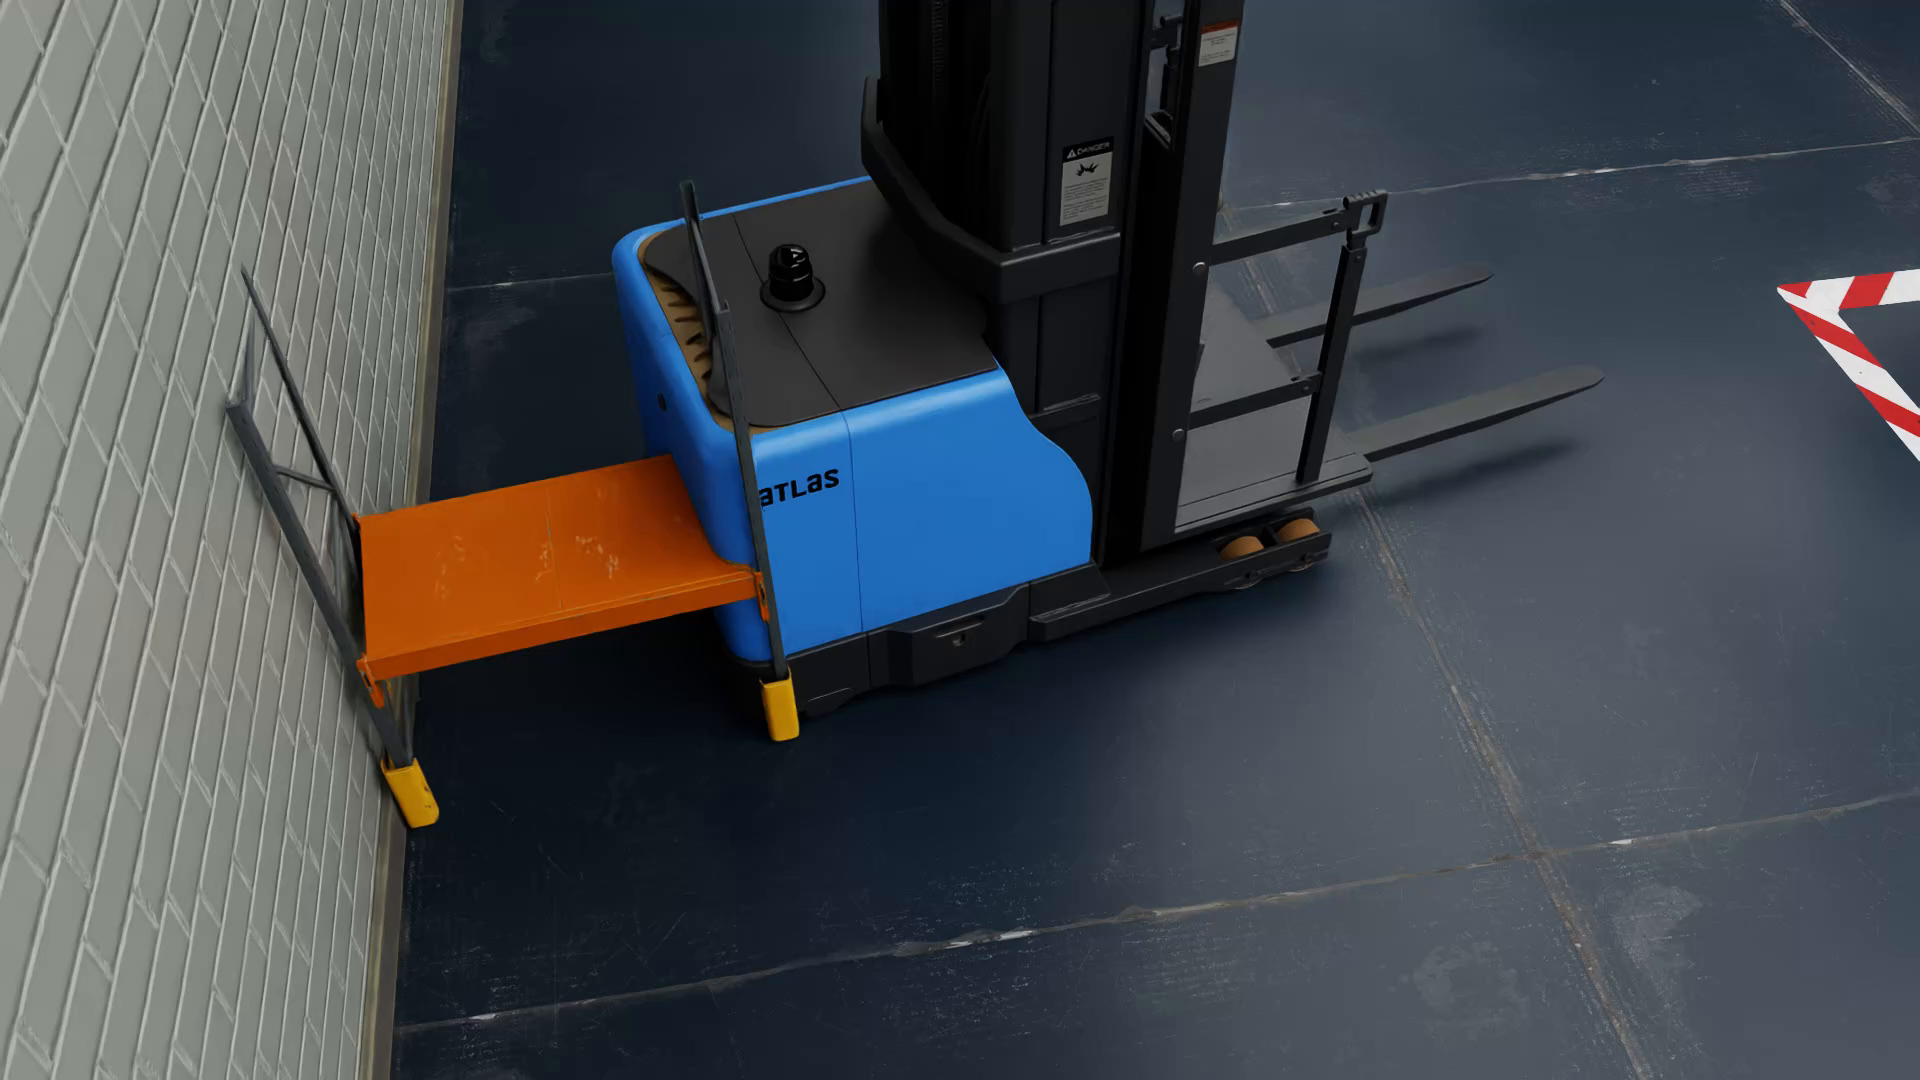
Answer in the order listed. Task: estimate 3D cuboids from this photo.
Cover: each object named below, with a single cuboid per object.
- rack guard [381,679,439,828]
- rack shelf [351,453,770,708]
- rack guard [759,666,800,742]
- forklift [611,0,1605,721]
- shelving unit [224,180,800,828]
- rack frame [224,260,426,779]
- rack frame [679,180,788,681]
[{"bbox_3d":[-1.525,0.478,4.576,0.087,0.250,0.587,-12,48,-10],"label":"rack guard"},{"bbox_3d":[-1.046,0.070,4.332,1.000,0.185,0.538,-12,48,-10],"label":"rack shelf"},{"bbox_3d":[-0.566,0.266,4.742,0.087,0.250,0.587,-12,48,-10],"label":"rack guard"},{"bbox_3d":[0.594,-1.203,4.374,3.031,2.935,1.130,-17,48,-15],"label":"forklift"},{"bbox_3d":[-1.058,-0.049,4.198,1.083,1.500,0.587,-12,48,-10],"label":"shelving unit"},{"bbox_3d":[-1.539,0.057,4.114,0.032,1.500,0.500,-12,48,-10],"label":"rack frame"},{"bbox_3d":[-0.560,-0.159,4.284,0.032,1.500,0.500,-12,48,-10],"label":"rack frame"}]
